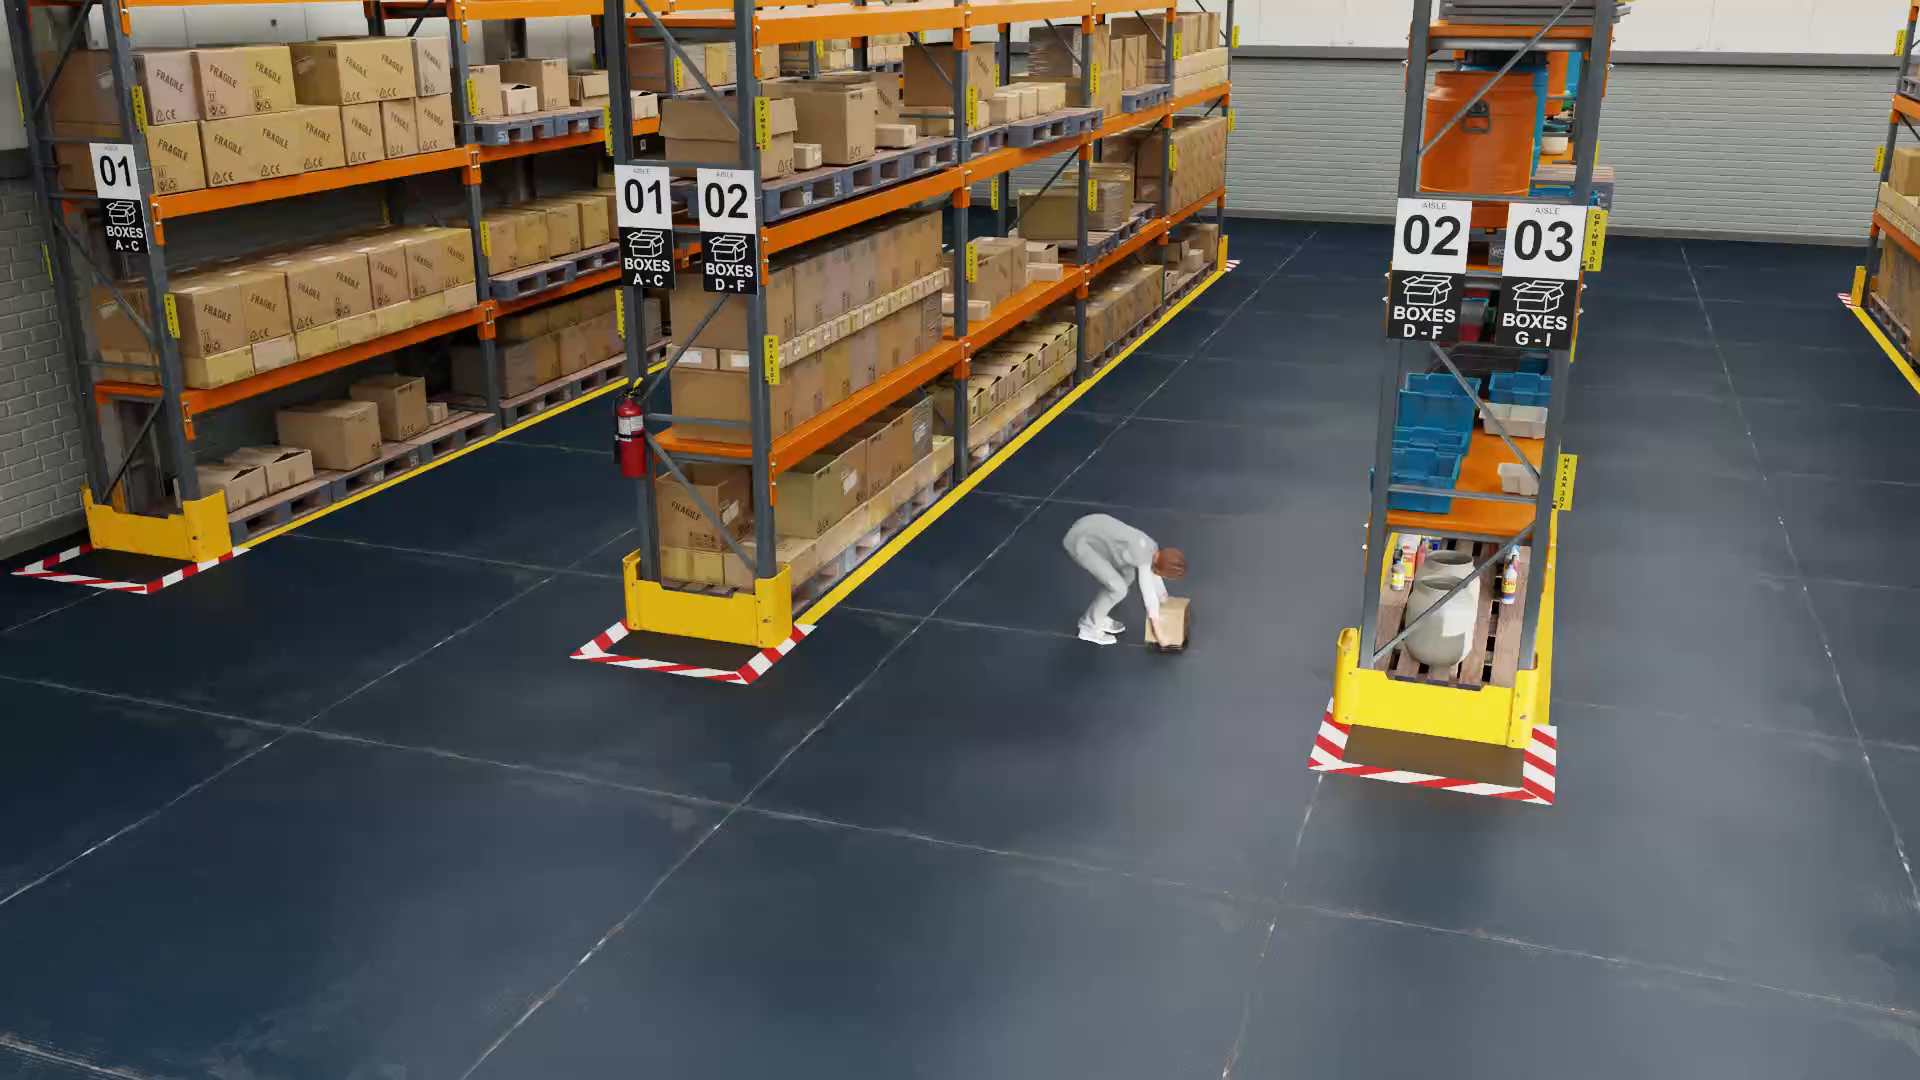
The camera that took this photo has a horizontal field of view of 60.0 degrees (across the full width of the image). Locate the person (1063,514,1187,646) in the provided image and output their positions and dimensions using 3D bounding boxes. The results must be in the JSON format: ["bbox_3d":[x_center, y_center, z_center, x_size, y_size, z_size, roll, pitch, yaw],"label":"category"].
[{"bbox_3d":[1.125,0.271,11.402,0.853,0.873,0.424,5,20,16],"label":"person"}]
